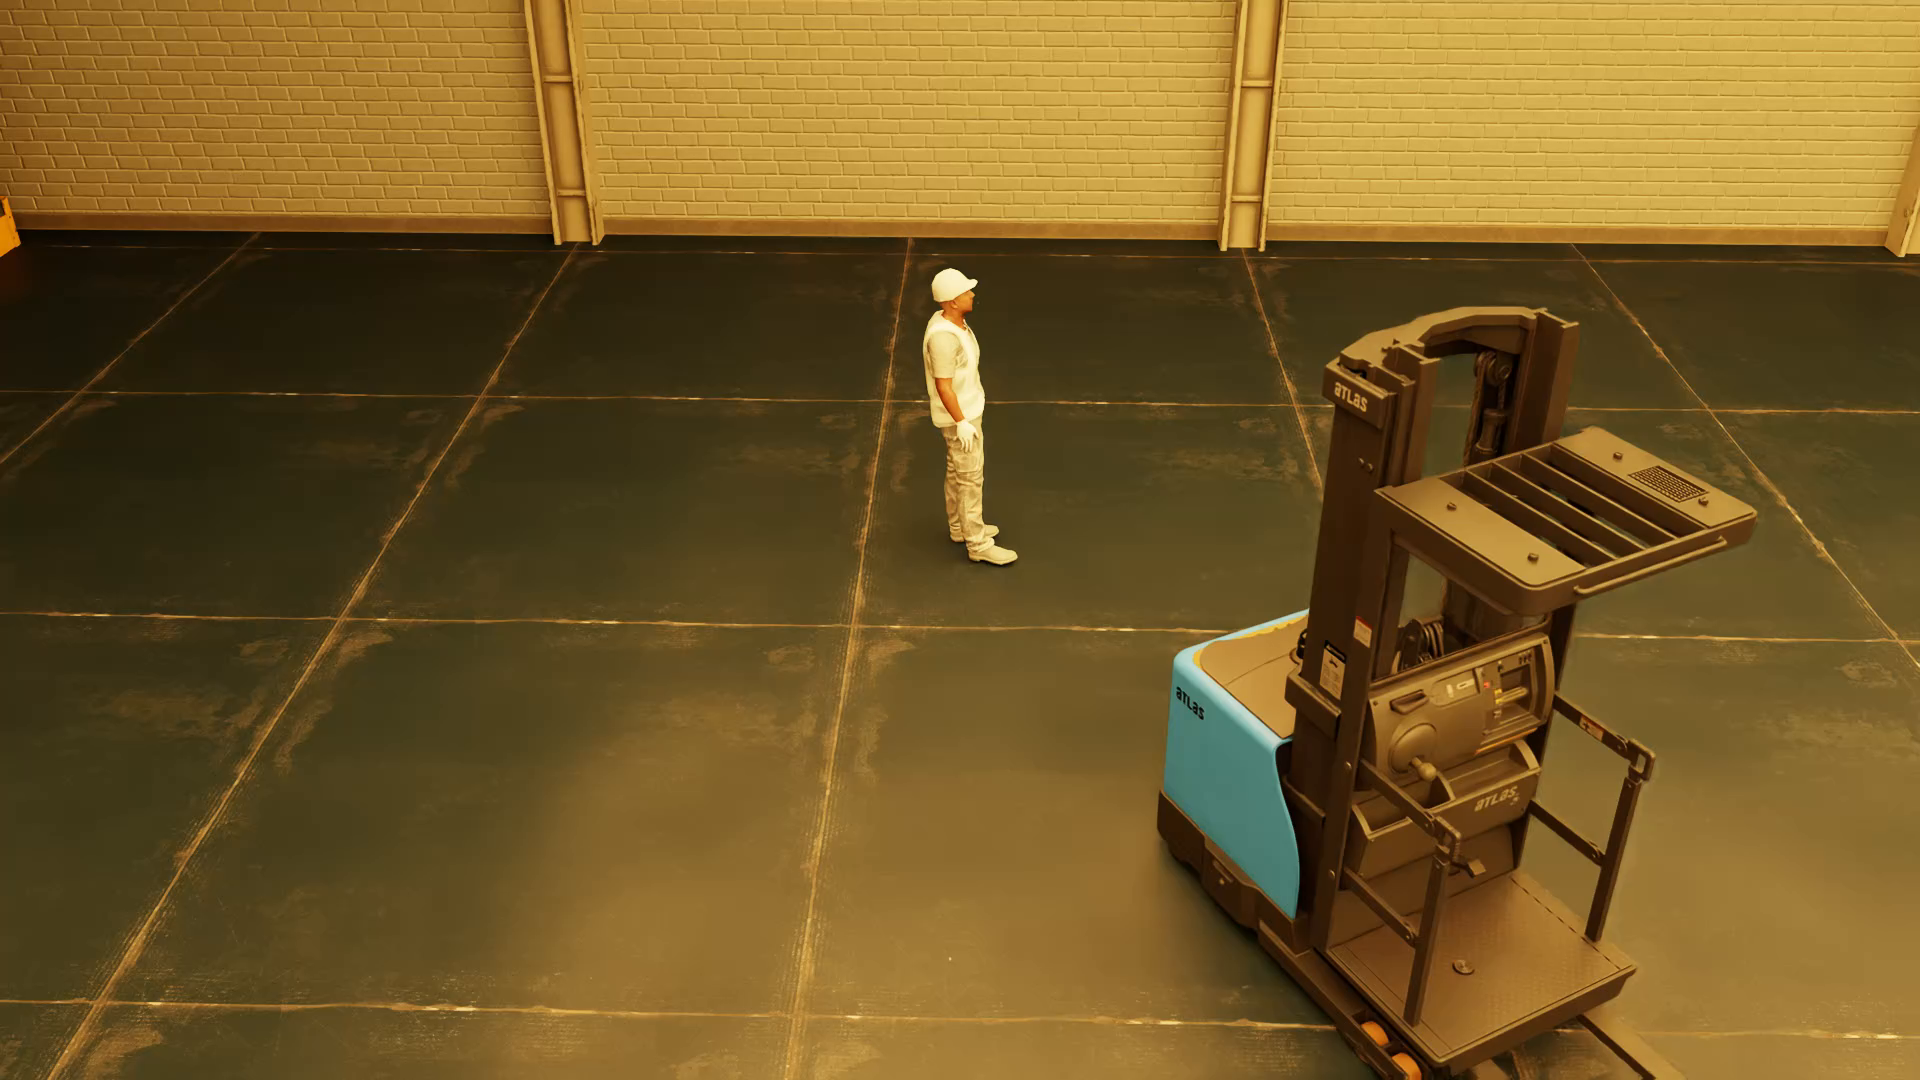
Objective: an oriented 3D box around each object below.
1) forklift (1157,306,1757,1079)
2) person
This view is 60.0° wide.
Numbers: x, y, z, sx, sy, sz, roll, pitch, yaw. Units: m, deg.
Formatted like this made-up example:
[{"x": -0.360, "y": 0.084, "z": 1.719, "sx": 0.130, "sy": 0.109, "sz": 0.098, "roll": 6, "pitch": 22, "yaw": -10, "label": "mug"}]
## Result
[{"x": 2.089, "y": 0.713, "z": 6.406, "sx": 1.130, "sy": 2.935, "sz": 3.031, "roll": -15, "pitch": 34, "yaw": -24, "label": "forklift"}, {"x": 0.072, "y": -0.769, "z": 10.034, "sx": 0.575, "sy": 1.785, "sz": 0.657, "roll": 1, "pitch": 31, "yaw": 1, "label": "person"}]
